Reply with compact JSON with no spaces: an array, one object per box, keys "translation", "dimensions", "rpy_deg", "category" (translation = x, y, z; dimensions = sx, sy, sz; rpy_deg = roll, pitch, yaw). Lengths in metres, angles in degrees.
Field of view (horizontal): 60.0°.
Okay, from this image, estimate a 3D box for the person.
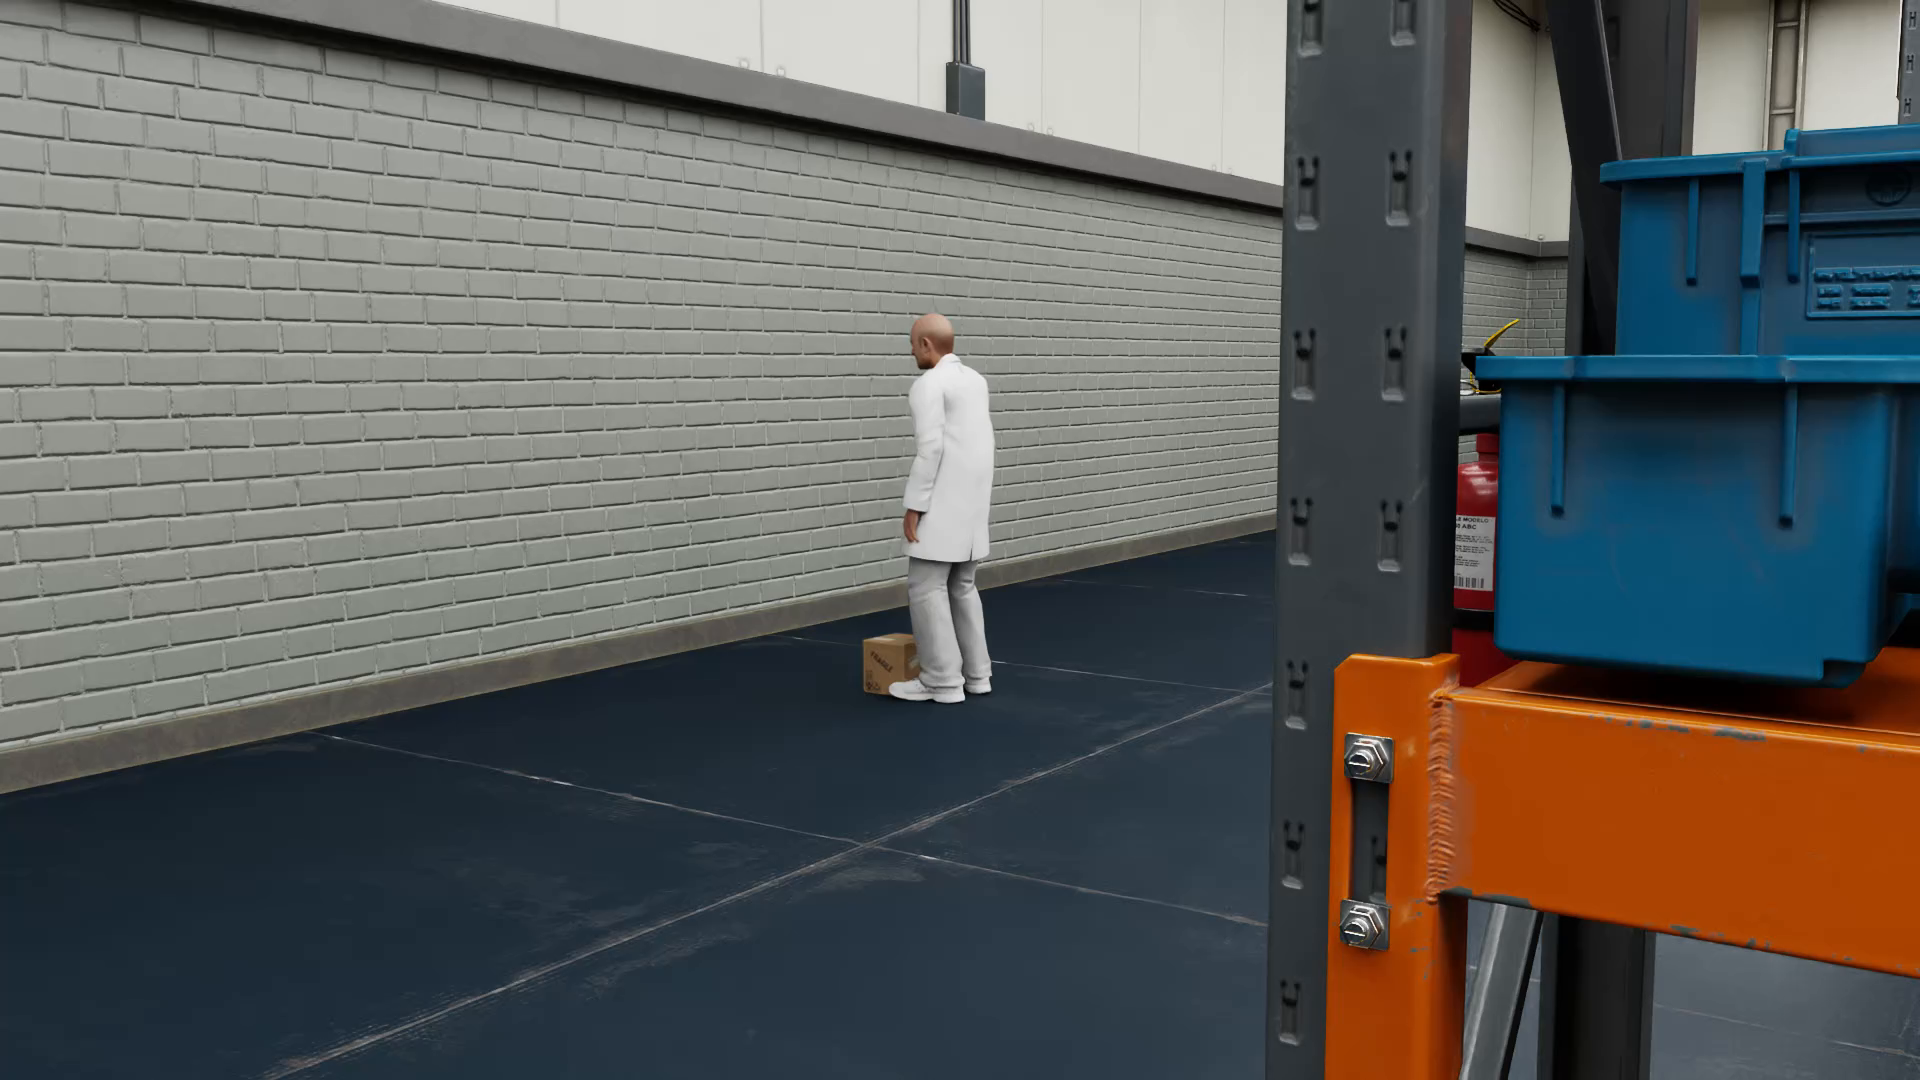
[{"translation":[-0.070,-0.151,7.667],"dimensions":[0.428,1.772,0.638],"rpy_deg":[4,7,31],"category":"person"}]
